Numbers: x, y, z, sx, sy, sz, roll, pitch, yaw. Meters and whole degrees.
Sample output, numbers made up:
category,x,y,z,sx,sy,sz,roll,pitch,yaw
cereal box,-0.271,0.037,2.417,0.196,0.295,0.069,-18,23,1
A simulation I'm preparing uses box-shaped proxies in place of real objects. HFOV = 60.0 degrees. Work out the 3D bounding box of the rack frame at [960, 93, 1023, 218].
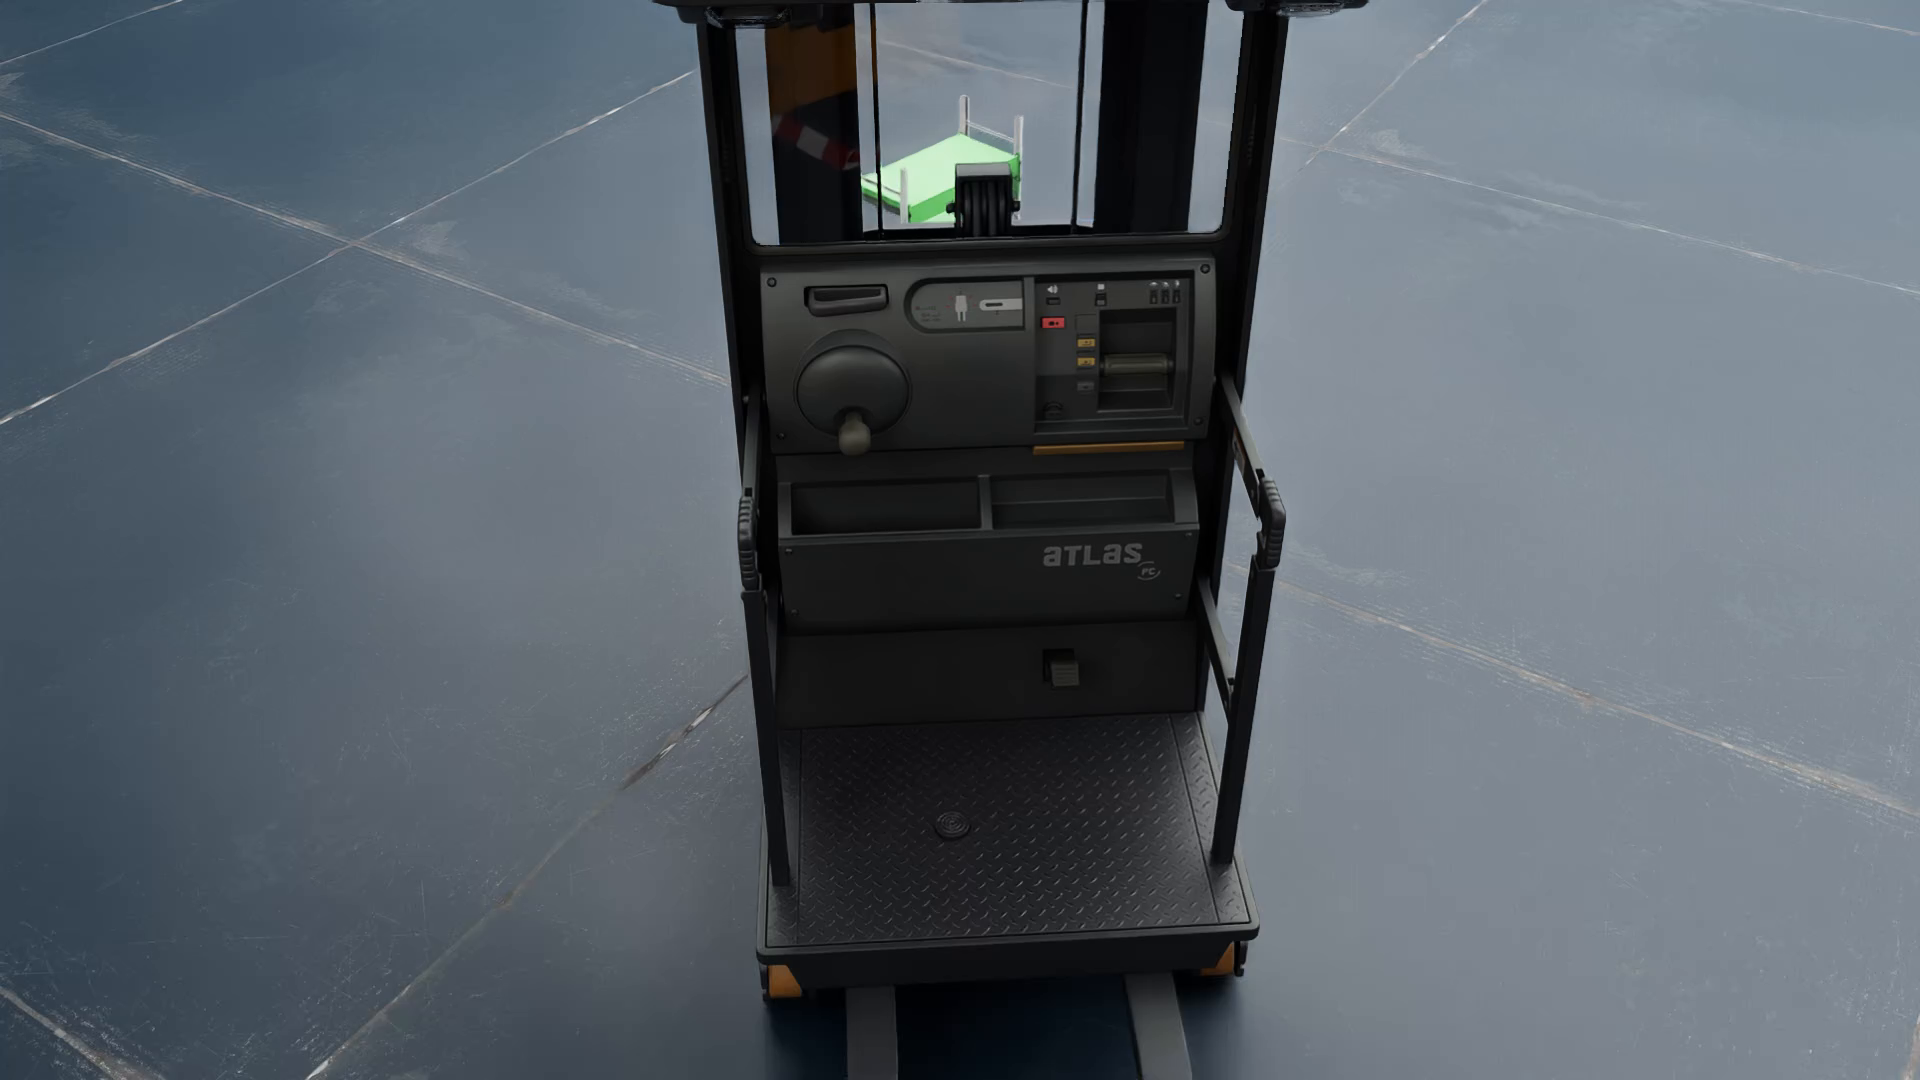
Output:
category,x,y,z,sx,sy,sz,roll,pitch,yaw
rack frame,0.094,-0.826,5.339,0.240,1.200,0.015,30,46,33

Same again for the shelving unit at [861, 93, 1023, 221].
category,x,y,z,sx,sy,sz,roll,pitch,yaw
shelving unit,-0.072,-0.717,5.197,0.258,1.200,0.503,30,46,33

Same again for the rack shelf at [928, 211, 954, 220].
category,x,y,z,sx,sy,sz,roll,pitch,yaw
rack shelf,-0.072,-0.856,5.090,0.258,0.148,0.480,30,46,33

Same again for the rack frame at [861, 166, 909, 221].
category,x,y,z,sx,sy,sz,roll,pitch,yaw
rack frame,-0.238,-0.608,5.056,0.240,1.200,0.015,30,46,33

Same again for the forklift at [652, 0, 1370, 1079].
category,x,y,z,sx,sy,sz,roll,pitch,yaw
forklift,0.078,-0.309,3.250,1.130,2.935,3.031,-2,38,-3

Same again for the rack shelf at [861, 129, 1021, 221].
category,x,y,z,sx,sy,sz,roll,pitch,yaw
rack shelf,-0.072,-1.046,4.943,0.258,0.148,0.480,30,46,33
